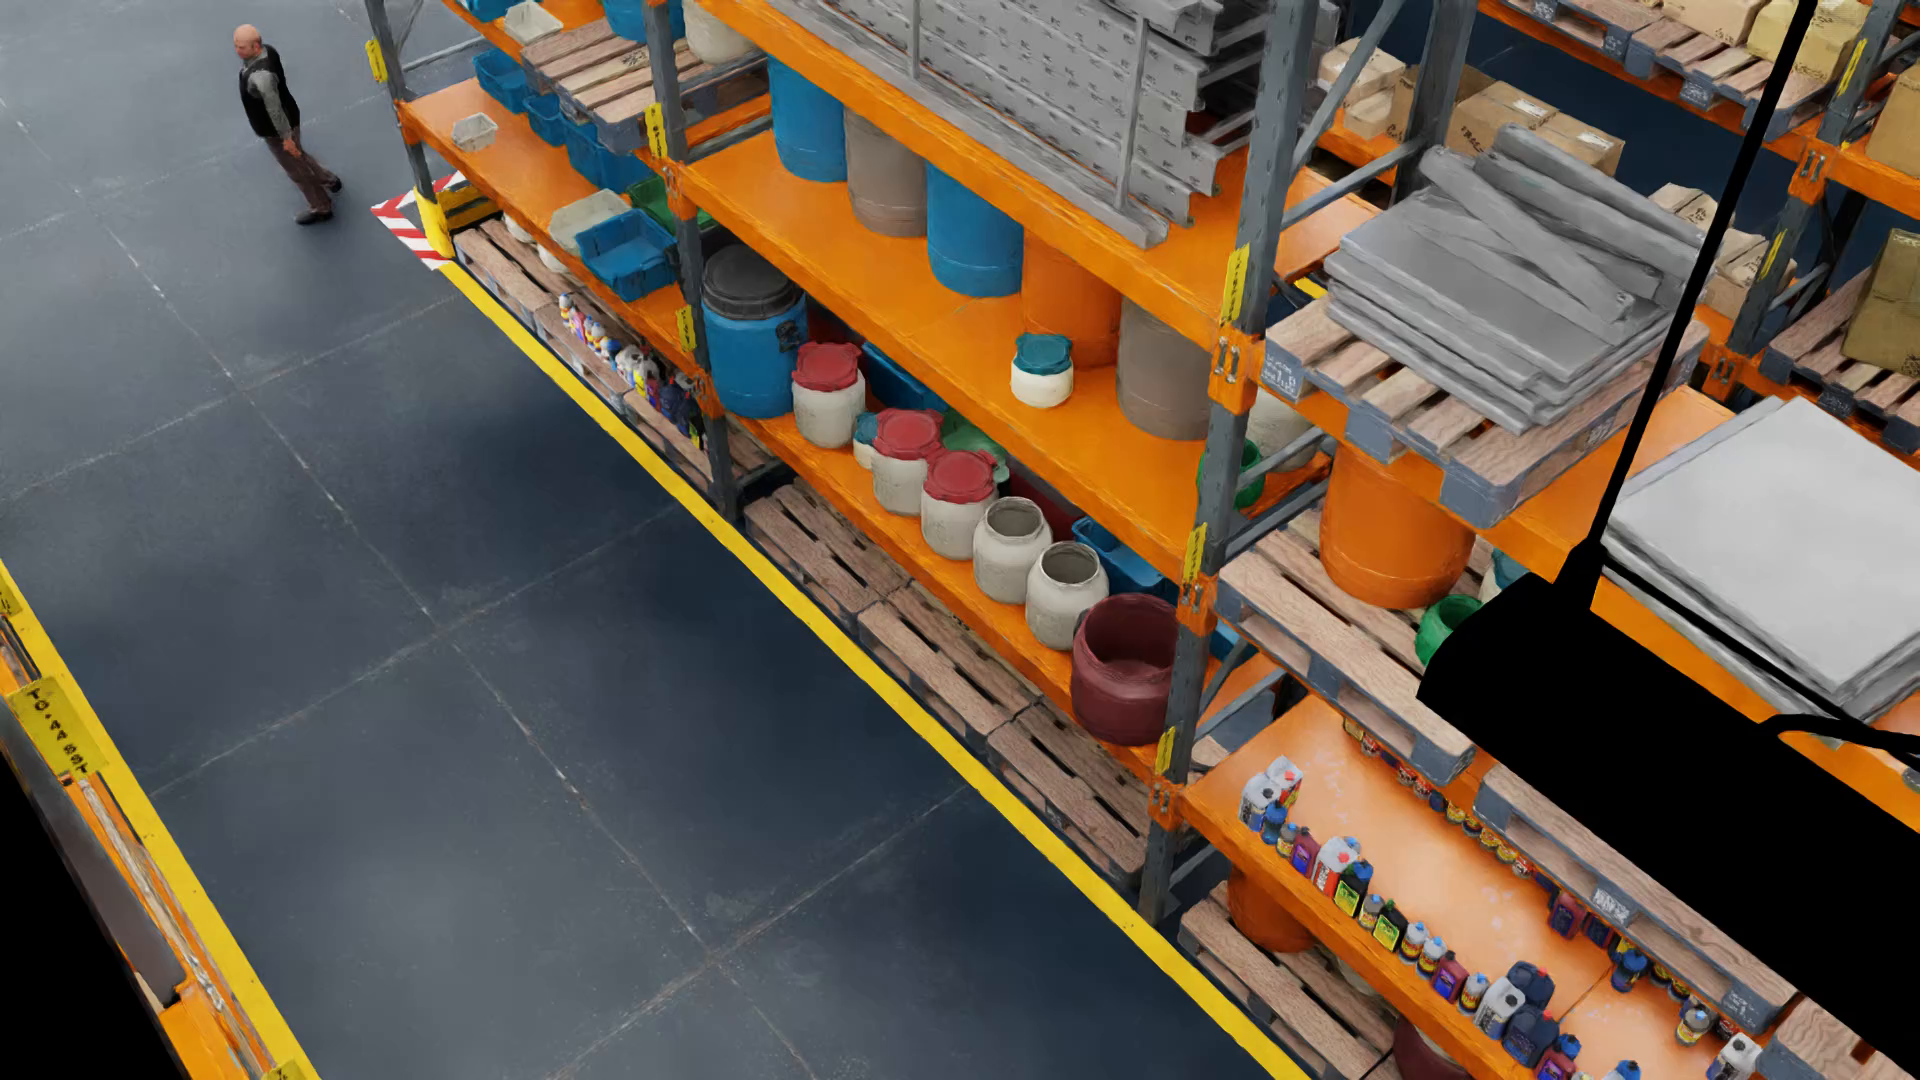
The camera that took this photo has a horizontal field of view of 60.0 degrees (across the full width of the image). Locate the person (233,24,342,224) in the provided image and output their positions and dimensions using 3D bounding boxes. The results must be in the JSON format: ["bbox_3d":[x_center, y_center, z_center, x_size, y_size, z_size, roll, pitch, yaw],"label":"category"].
[{"bbox_3d":[-5.221,-3.251,12.873,0.471,1.713,0.698,-10,47,-10],"label":"person"}]
